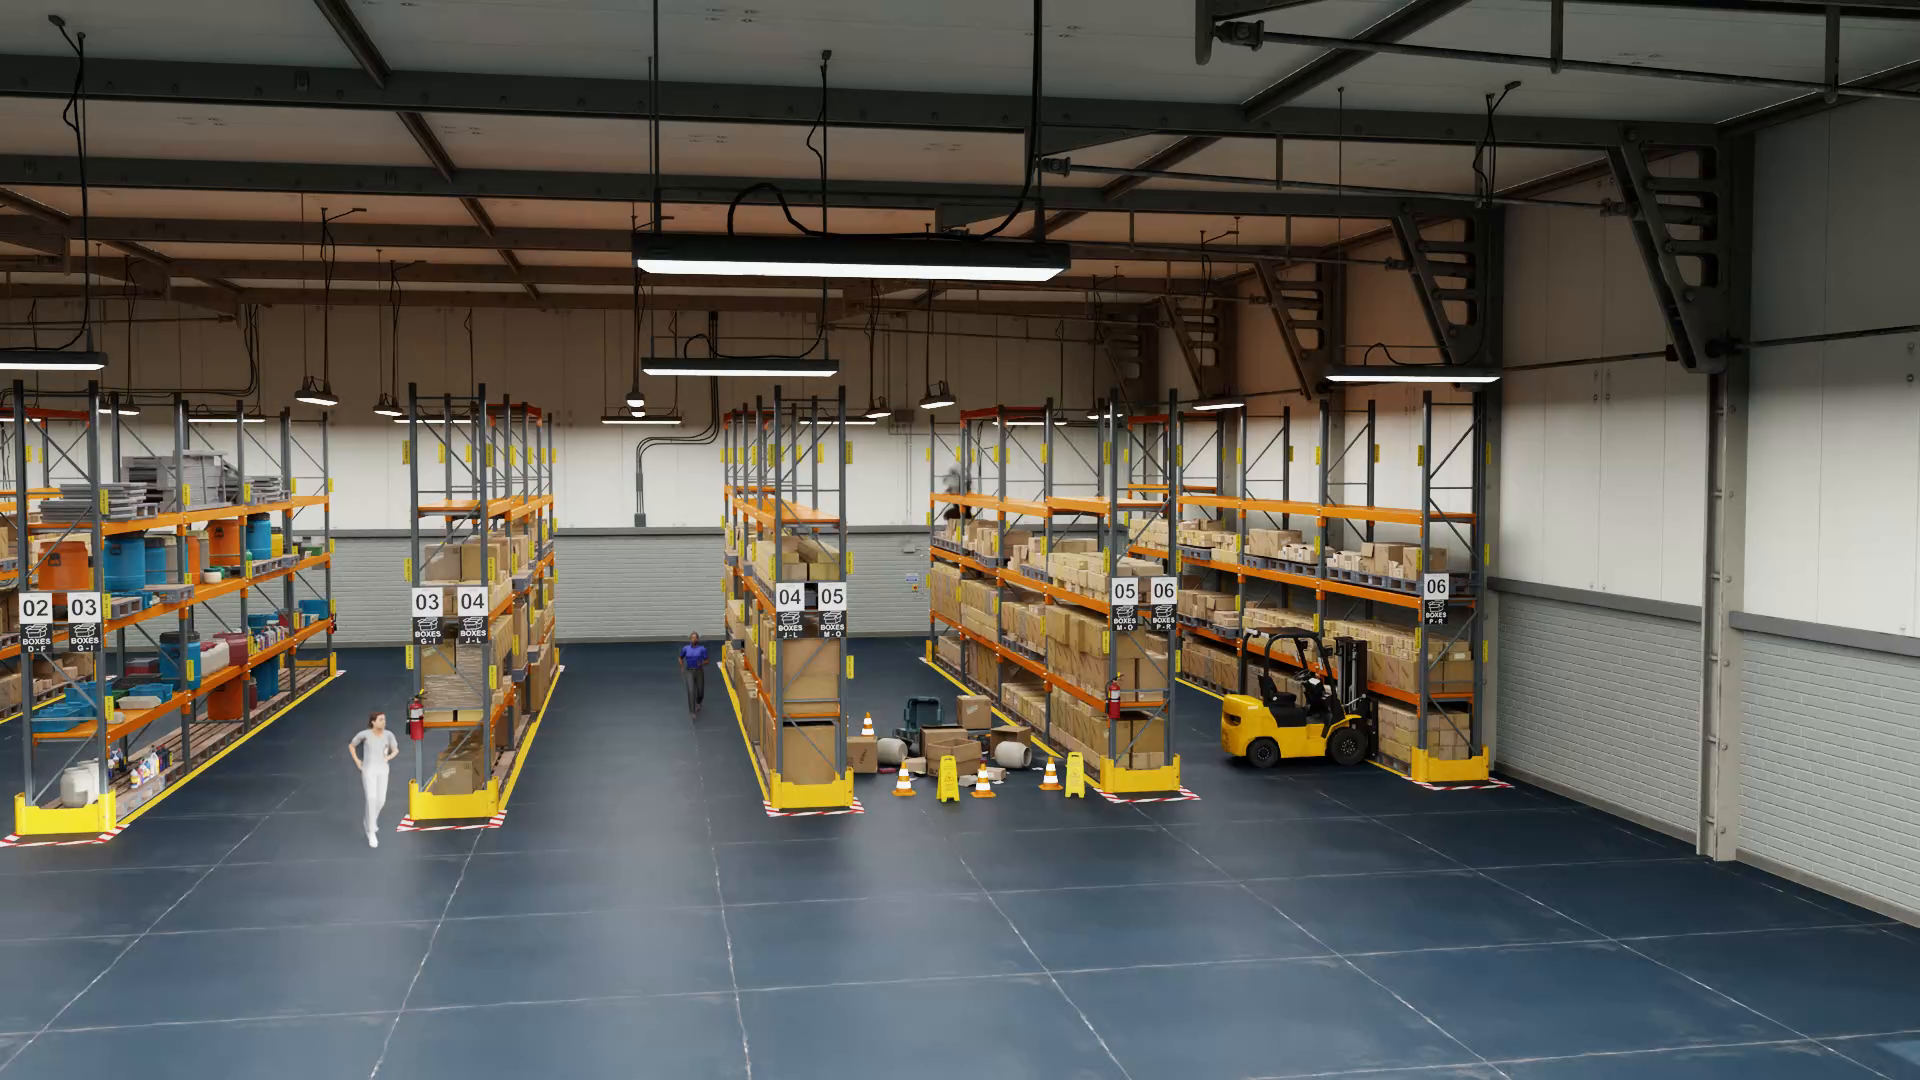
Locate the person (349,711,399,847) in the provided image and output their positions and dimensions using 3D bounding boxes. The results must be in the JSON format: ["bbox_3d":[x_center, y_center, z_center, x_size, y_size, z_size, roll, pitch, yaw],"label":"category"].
[{"bbox_3d":[-7.609,3.064,21.706,0.569,1.683,0.927,-3,4,-42],"label":"person"}]

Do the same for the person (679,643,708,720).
[{"bbox_3d":[-5.081,2.677,31.787,0.547,1.417,0.841,-1,3,-11],"label":"person"}]
